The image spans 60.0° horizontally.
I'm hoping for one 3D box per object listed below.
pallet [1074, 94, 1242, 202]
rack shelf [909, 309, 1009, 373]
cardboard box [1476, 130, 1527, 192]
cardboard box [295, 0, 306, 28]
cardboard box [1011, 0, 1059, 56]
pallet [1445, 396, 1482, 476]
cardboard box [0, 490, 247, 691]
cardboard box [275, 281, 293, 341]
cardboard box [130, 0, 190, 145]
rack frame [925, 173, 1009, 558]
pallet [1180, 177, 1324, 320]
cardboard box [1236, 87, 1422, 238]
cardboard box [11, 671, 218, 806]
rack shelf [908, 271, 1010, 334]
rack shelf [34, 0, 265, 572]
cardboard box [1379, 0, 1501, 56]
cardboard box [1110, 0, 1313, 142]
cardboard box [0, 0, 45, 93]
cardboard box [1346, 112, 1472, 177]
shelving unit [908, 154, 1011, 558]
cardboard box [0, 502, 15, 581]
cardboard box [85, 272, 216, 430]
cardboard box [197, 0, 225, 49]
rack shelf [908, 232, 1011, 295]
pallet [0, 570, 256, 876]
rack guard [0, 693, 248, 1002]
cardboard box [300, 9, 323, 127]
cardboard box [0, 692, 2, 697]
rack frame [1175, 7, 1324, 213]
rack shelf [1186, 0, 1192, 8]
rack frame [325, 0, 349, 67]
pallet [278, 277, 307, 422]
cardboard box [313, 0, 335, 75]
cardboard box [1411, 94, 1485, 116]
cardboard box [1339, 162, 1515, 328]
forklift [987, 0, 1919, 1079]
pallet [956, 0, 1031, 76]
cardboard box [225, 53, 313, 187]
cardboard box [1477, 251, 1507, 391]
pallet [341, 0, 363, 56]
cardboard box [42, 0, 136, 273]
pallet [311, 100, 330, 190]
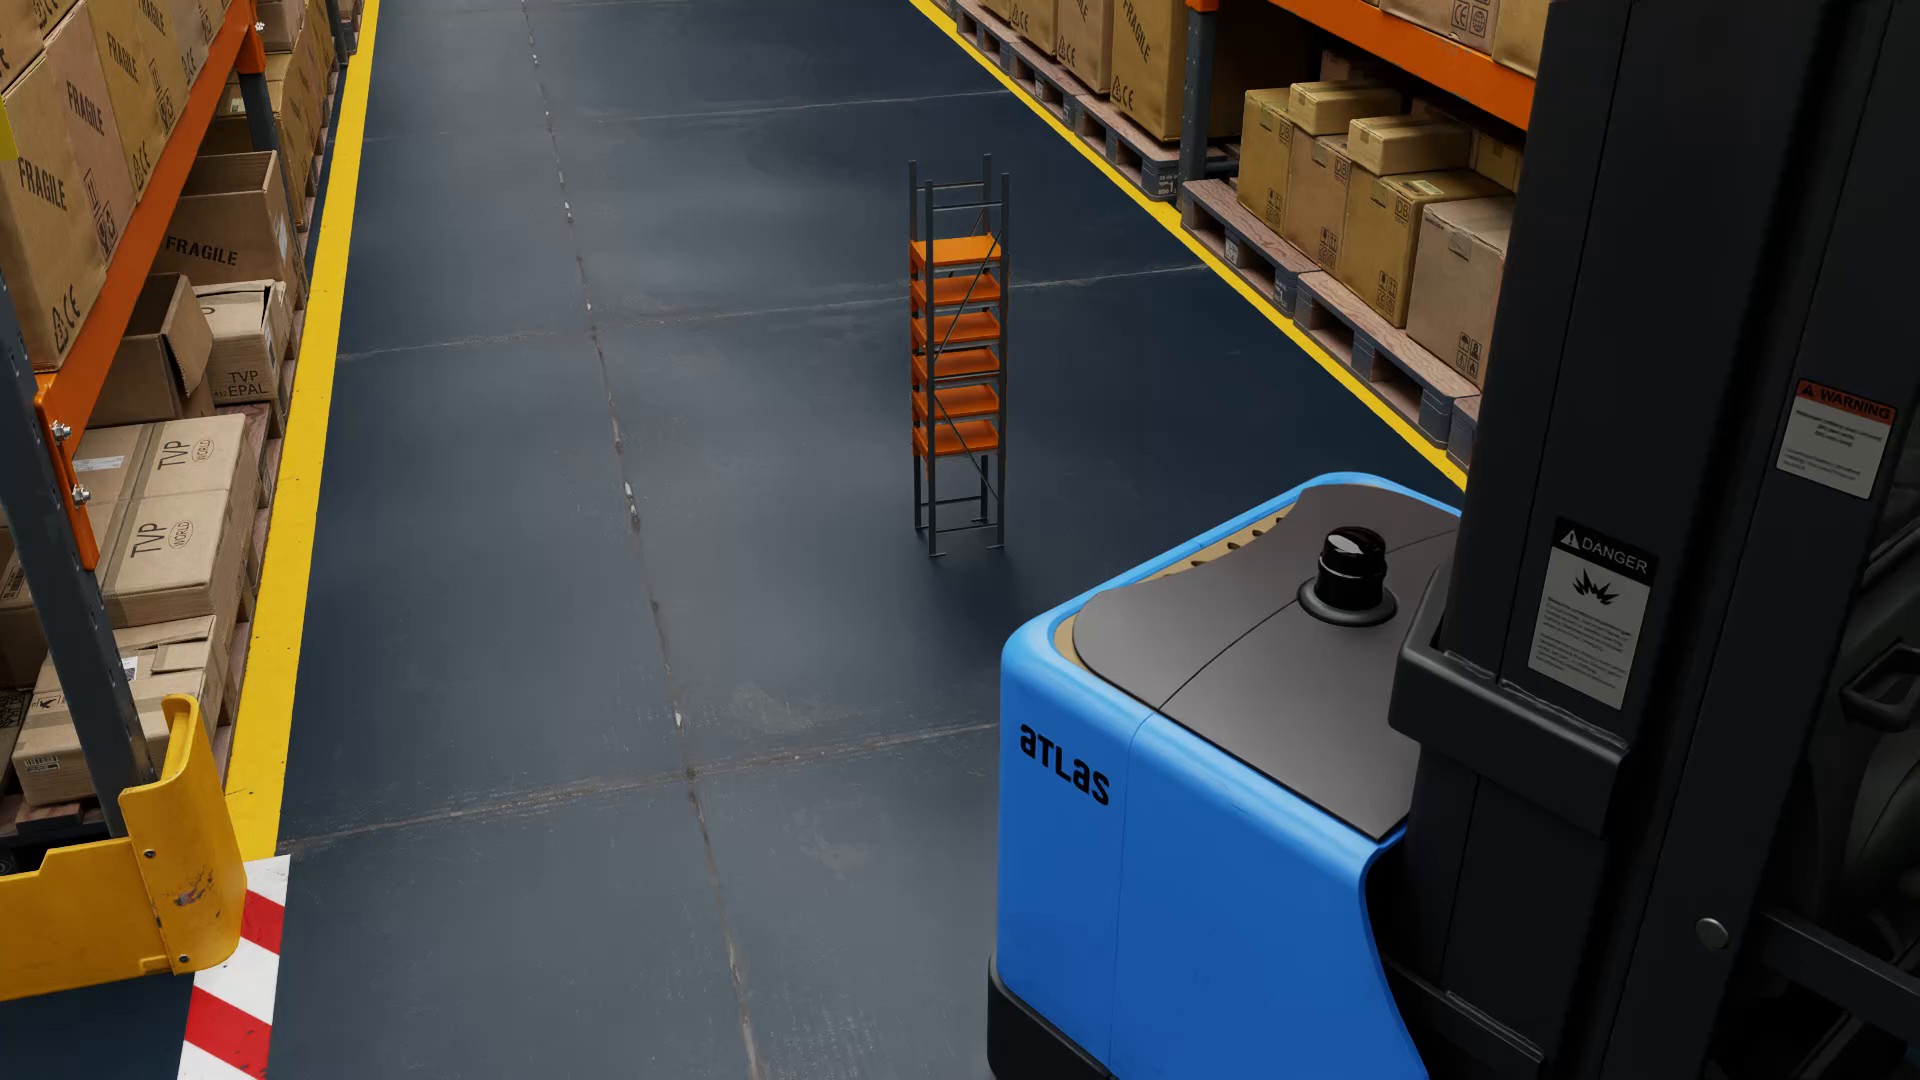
[{"bbox_3d":[1.258,-2.085,8.642,1.003,0.211,1.213,-8,31,-13],"label":"pallet"},{"bbox_3d":[-0.004,-0.592,4.924,0.258,0.103,0.180,-8,31,-13],"label":"rack shelf"},{"bbox_3d":[2.136,-1.404,6.110,0.380,0.149,0.250,-8,31,-14],"label":"cardboard box"},{"bbox_3d":[-3.532,-2.694,8.217,0.500,0.250,0.500,-8,31,-14],"label":"cardboard box"},{"bbox_3d":[0.769,-3.316,9.712,0.750,0.750,0.750,-8,31,-14],"label":"cardboard box"},{"bbox_3d":[2.310,-0.167,5.327,1.003,0.211,1.213,-8,31,-13],"label":"pallet"},{"bbox_3d":[-2.181,0.120,4.353,0.500,0.250,0.500,-8,31,-13],"label":"cardboard box"},{"bbox_3d":[-2.657,-0.815,6.071,0.380,0.149,0.250,-8,31,-13],"label":"cardboard box"},{"bbox_3d":[-2.444,-1.363,4.510,0.500,0.500,0.500,-7,31,-13],"label":"cardboard box"},{"bbox_3d":[0.020,-0.482,4.885,0.240,1.200,0.006,-8,31,-13],"label":"rack frame"},{"bbox_3d":[1.662,-1.345,7.363,1.003,0.211,1.213,-8,31,-13],"label":"pallet"},{"bbox_3d":[1.636,-1.655,7.191,0.700,0.500,0.500,-7,31,-13],"label":"cardboard box"},{"bbox_3d":[-1.957,0.458,3.871,0.380,0.149,0.250,-8,31,-13],"label":"cardboard box"},{"bbox_3d":[-0.004,-0.696,4.864,0.258,0.103,0.180,-8,31,-13],"label":"rack shelf"},{"bbox_3d":[-2.708,-0.992,4.688,1.077,0.370,4.000,-8,31,-13],"label":"rack shelf"},{"bbox_3d":[2.055,-2.092,5.570,0.980,0.700,0.700,-9,31,-16],"label":"cardboard box"},{"bbox_3d":[1.238,-2.478,8.263,0.750,0.750,0.750,-7,31,-13],"label":"cardboard box"},{"bbox_3d":[-2.041,-1.063,2.994,0.500,0.500,0.500,-7,31,-12],"label":"cardboard box"},{"bbox_3d":[1.689,-1.494,6.265,0.380,0.149,0.250,-9,31,-15],"label":"cardboard box"},{"bbox_3d":[-0.004,-0.526,4.962,0.258,1.200,0.189,-8,31,-13],"label":"shelving unit"},{"bbox_3d":[-2.782,-0.030,4.614,0.500,0.250,0.500,-8,31,-13],"label":"cardboard box"},{"bbox_3d":[-2.735,-0.473,5.125,0.797,0.503,0.637,-8,31,-13],"label":"cardboard box"},{"bbox_3d":[-2.721,-1.856,5.363,0.500,0.500,0.500,-7,31,-12],"label":"cardboard box"},{"bbox_3d":[-0.004,-0.799,4.803,0.258,0.103,0.180,-8,31,-13],"label":"rack shelf"},{"bbox_3d":[-2.410,0.448,4.266,1.003,0.211,1.213,-8,31,-13],"label":"pallet"},{"bbox_3d":[-2.198,0.708,3.528,1.175,0.500,0.348,-8,31,-13],"label":"rack guard"},{"bbox_3d":[-3.544,-2.387,8.435,0.500,0.500,0.500,-9,31,-15],"label":"cardboard box"},{"bbox_3d":[-2.559,0.324,3.752,0.500,0.500,0.500,-8,31,-13],"label":"cardboard box"},{"bbox_3d":[1.536,-2.930,7.317,1.000,3.000,0.127,-8,31,-13],"label":"rack frame"},{"bbox_3d":[1.005,-3.584,9.166,1.077,0.370,4.000,-8,31,-13],"label":"rack shelf"},{"bbox_3d":[-4.301,-4.201,9.514,1.000,3.000,0.127,-8,31,-13],"label":"rack frame"},{"bbox_3d":[-3.058,-0.730,6.302,1.003,0.211,1.213,-8,31,-13],"label":"pallet"},{"bbox_3d":[-3.826,-2.889,9.303,0.500,0.500,0.500,-7,31,-11],"label":"cardboard box"},{"bbox_3d":[2.001,-1.651,6.536,0.380,0.149,0.250,-9,31,-15],"label":"cardboard box"},{"bbox_3d":[1.900,-1.164,6.342,0.700,0.500,0.500,-7,31,-12],"label":"cardboard box"},{"bbox_3d":[1.409,0.211,1.960,1.130,2.935,3.031,-24,38,-35],"label":"forklift"},{"bbox_3d":[0.611,-3.264,10.678,1.003,0.211,1.213,-8,31,-13],"label":"pallet"},{"bbox_3d":[-3.285,-1.900,7.594,0.500,0.500,0.500,-7,31,-13],"label":"cardboard box"},{"bbox_3d":[2.183,-0.664,5.479,0.700,0.500,0.500,-8,31,-13],"label":"cardboard box"},{"bbox_3d":[-4.482,-3.397,10.908,1.003,0.211,1.213,-8,31,-13],"label":"pallet"},{"bbox_3d":[-2.183,-0.878,3.674,0.500,0.500,0.500,-8,31,-14],"label":"cardboard box"},{"bbox_3d":[-3.819,-2.040,8.565,1.003,0.211,1.213,-8,31,-13],"label":"pallet"}]
